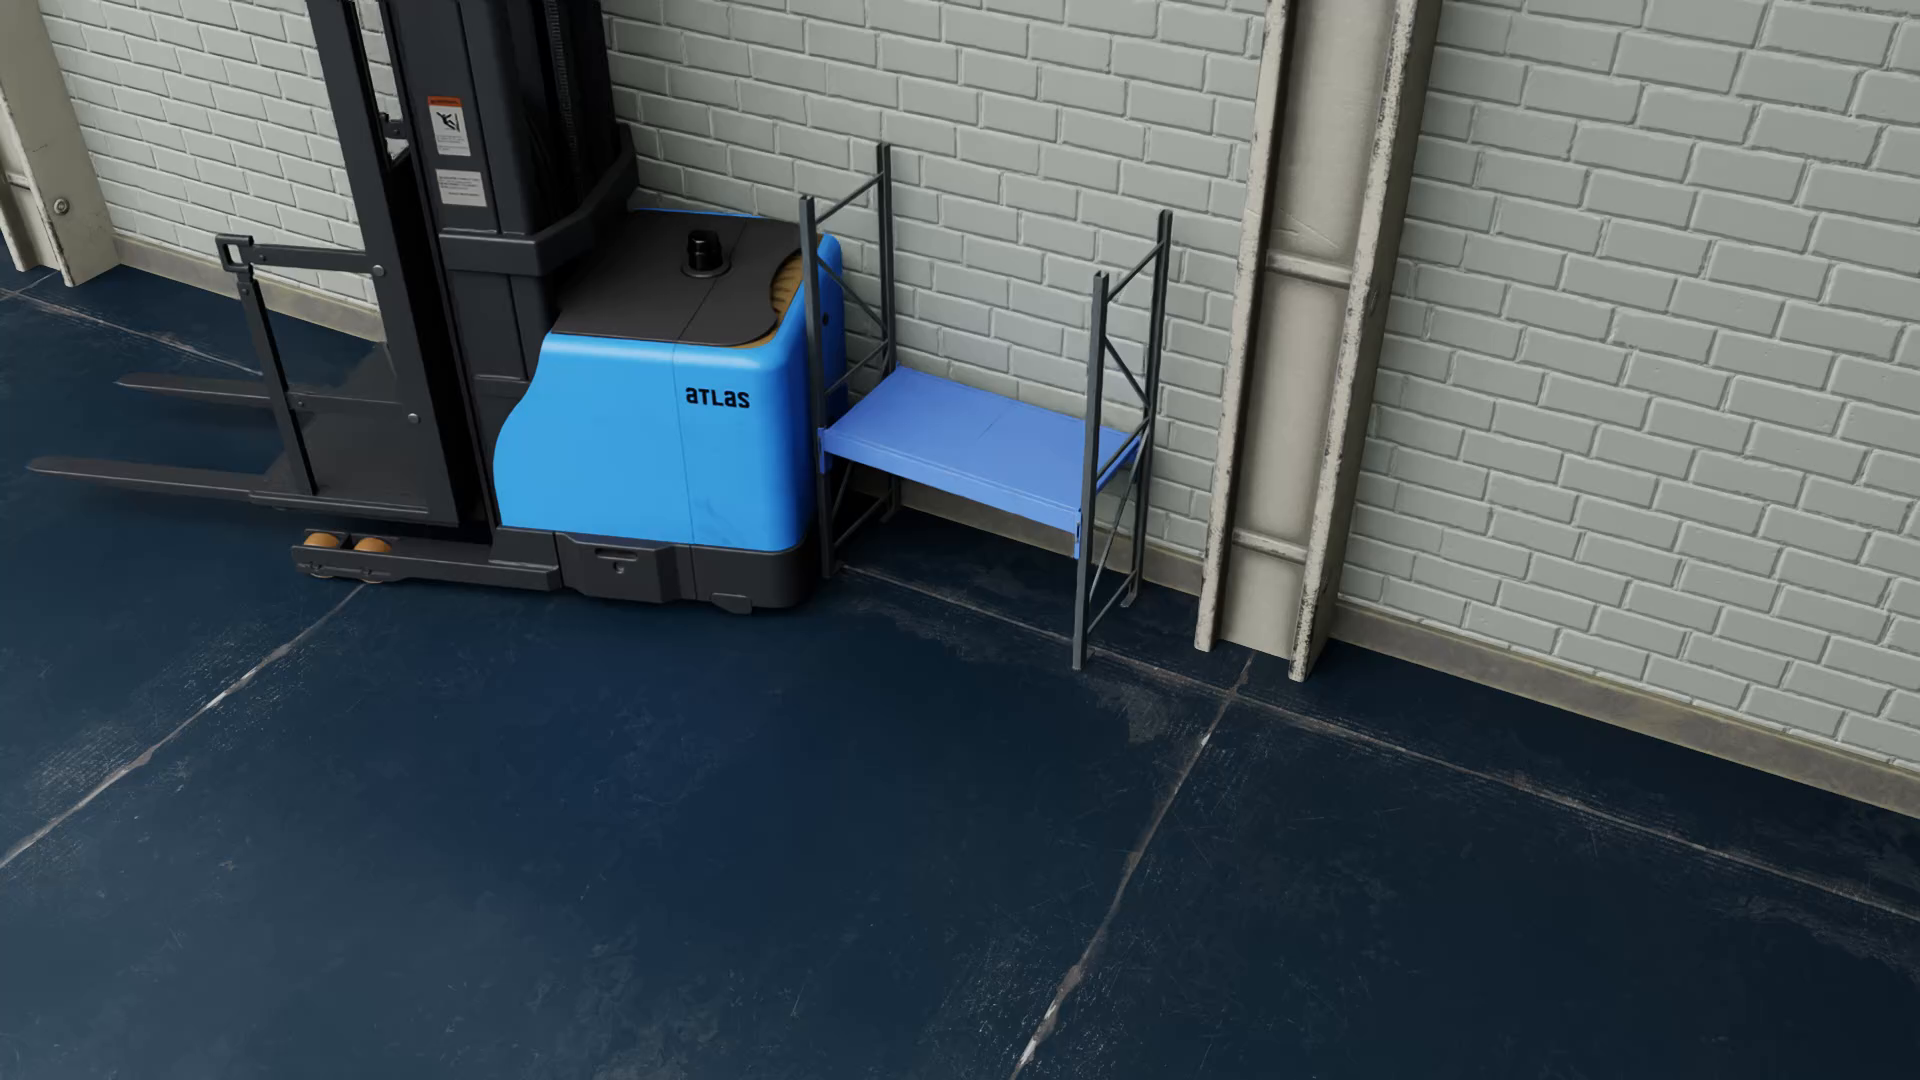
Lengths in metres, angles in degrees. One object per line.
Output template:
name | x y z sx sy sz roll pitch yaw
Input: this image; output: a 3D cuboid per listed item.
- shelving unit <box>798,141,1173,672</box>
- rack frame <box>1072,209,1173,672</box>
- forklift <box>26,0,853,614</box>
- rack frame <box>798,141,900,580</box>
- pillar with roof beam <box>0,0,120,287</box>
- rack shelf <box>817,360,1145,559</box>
shelving unit | 0.076 -0.437 5.585 1.048 1.500 0.538 19 41 23
rack frame | 0.518 -0.285 5.385 0.032 1.500 0.500 19 41 23
forklift | -1.963 -1.318 5.562 3.031 2.935 1.130 5 38 7
rack frame | -0.367 -0.588 5.784 0.032 1.500 0.500 19 41 23
pillar with roof beam | -6.252 -2.596 2.228 0.400 9.000 9.100 17 41 21
rack shelf | 0.076 -0.294 5.694 1.000 0.185 0.538 19 41 23
